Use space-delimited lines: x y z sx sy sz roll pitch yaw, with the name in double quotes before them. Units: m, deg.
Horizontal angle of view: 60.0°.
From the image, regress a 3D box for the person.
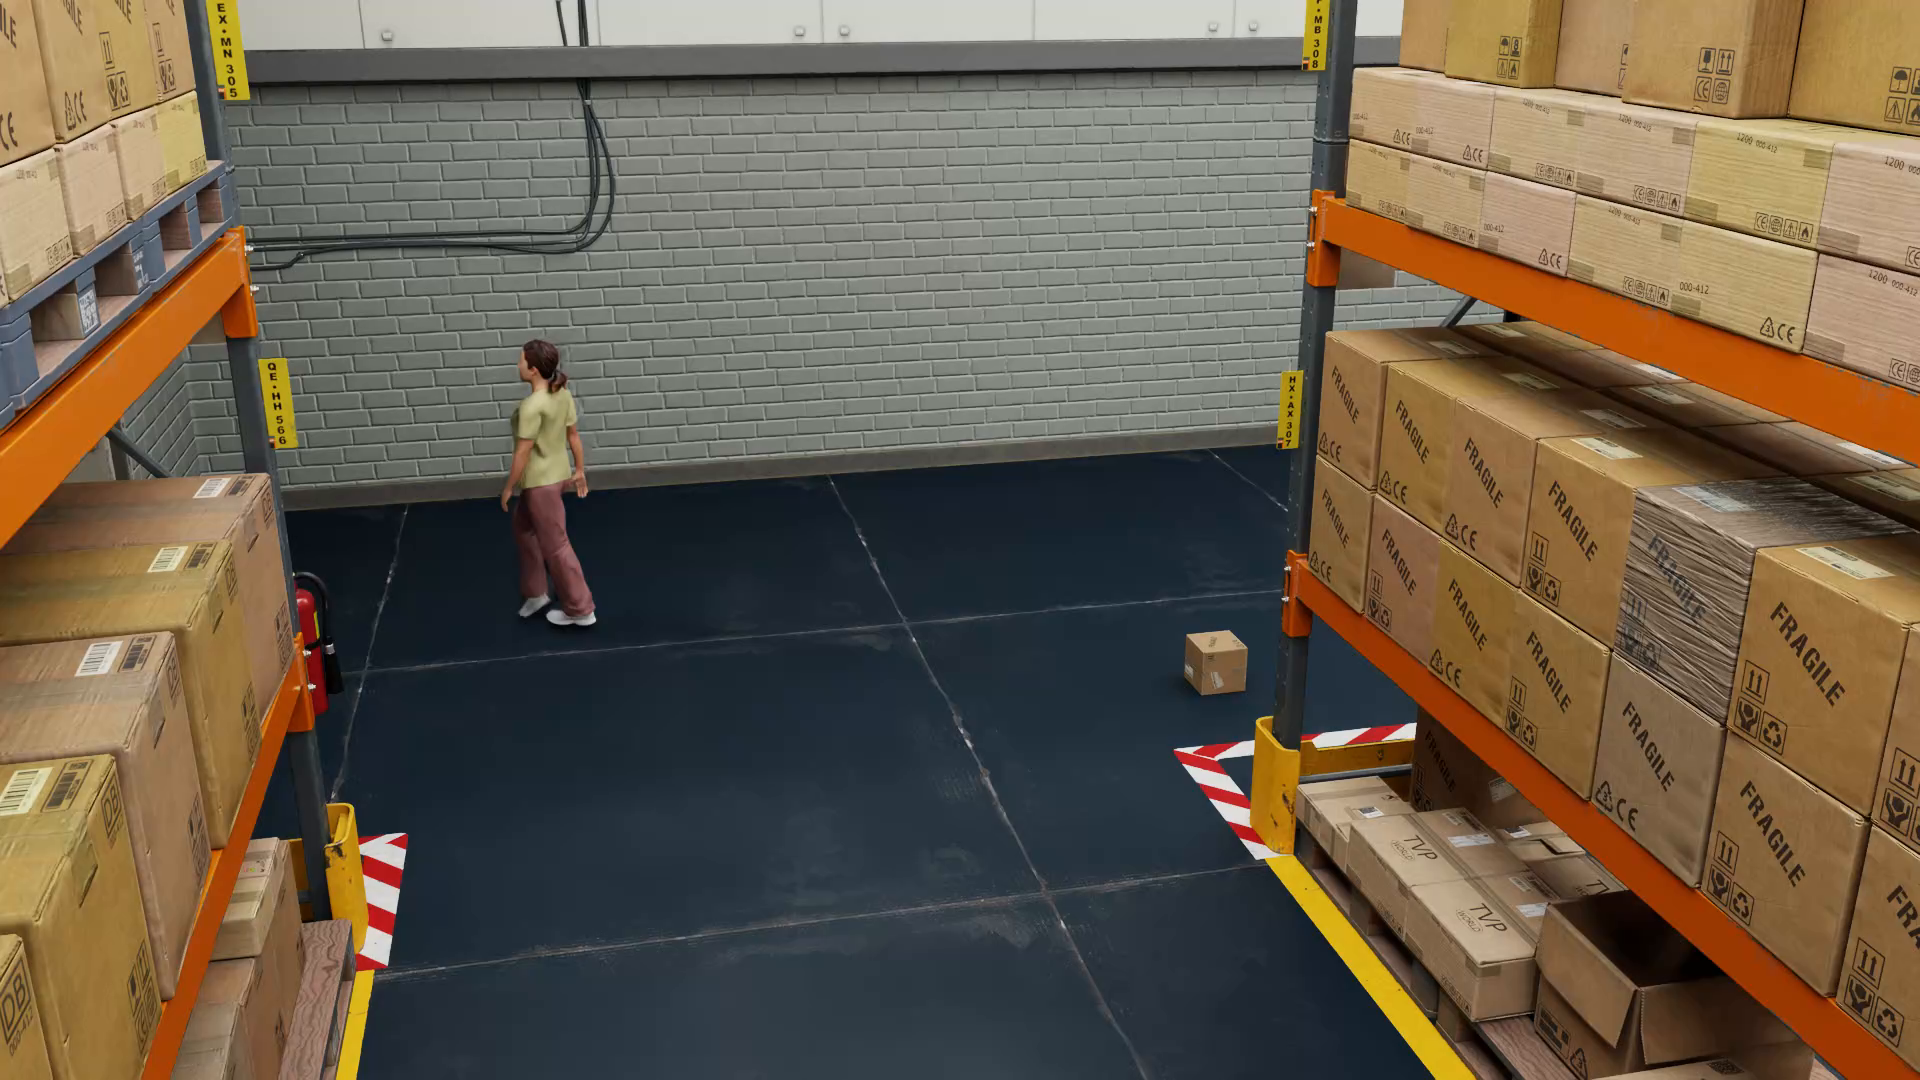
"person" -2.373 -0.284 9.398 0.579 1.722 0.489 5 20 13
